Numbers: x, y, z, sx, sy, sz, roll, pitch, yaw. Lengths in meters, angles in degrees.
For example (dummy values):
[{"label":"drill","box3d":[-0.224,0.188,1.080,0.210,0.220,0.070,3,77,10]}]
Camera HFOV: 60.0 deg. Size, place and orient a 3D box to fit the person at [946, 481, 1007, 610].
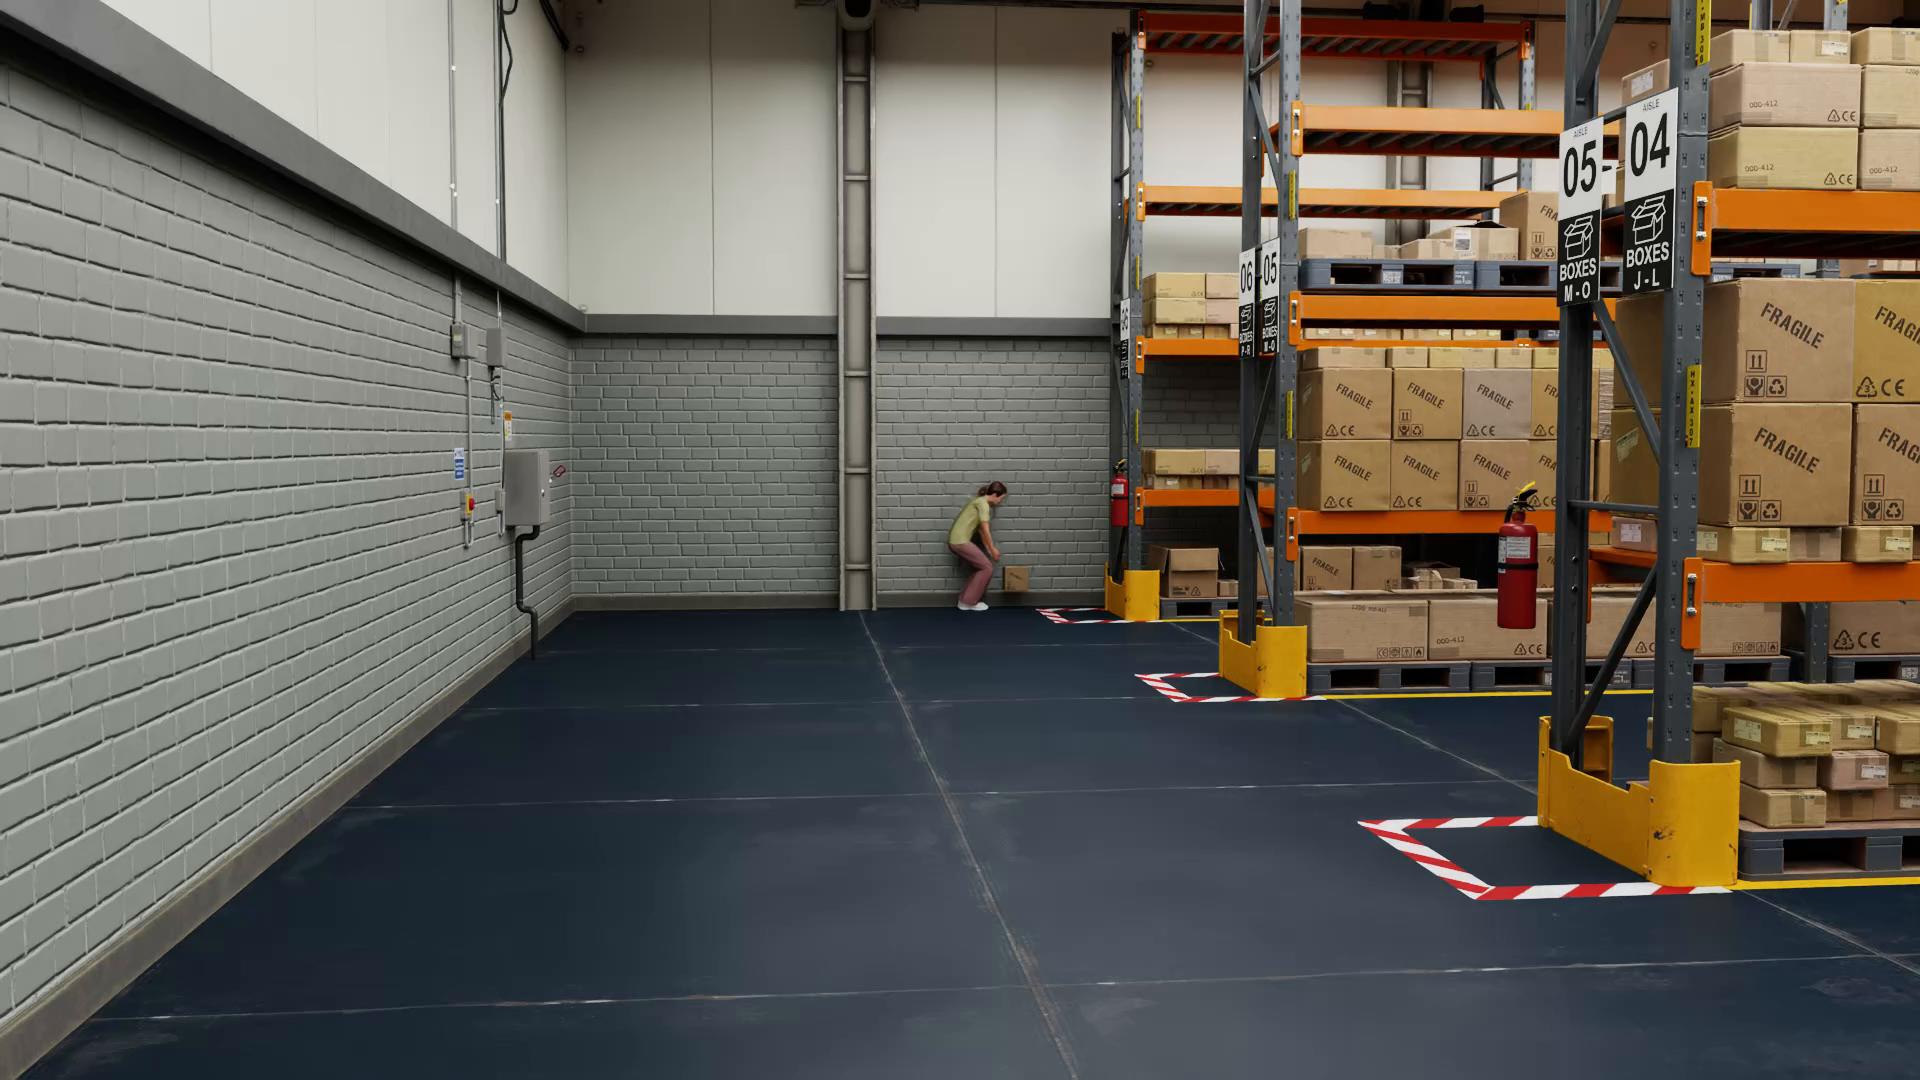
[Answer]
[{"label":"person","box3d":[0.178,0.057,17.704,0.651,1.363,0.511,0,3,-6]}]
